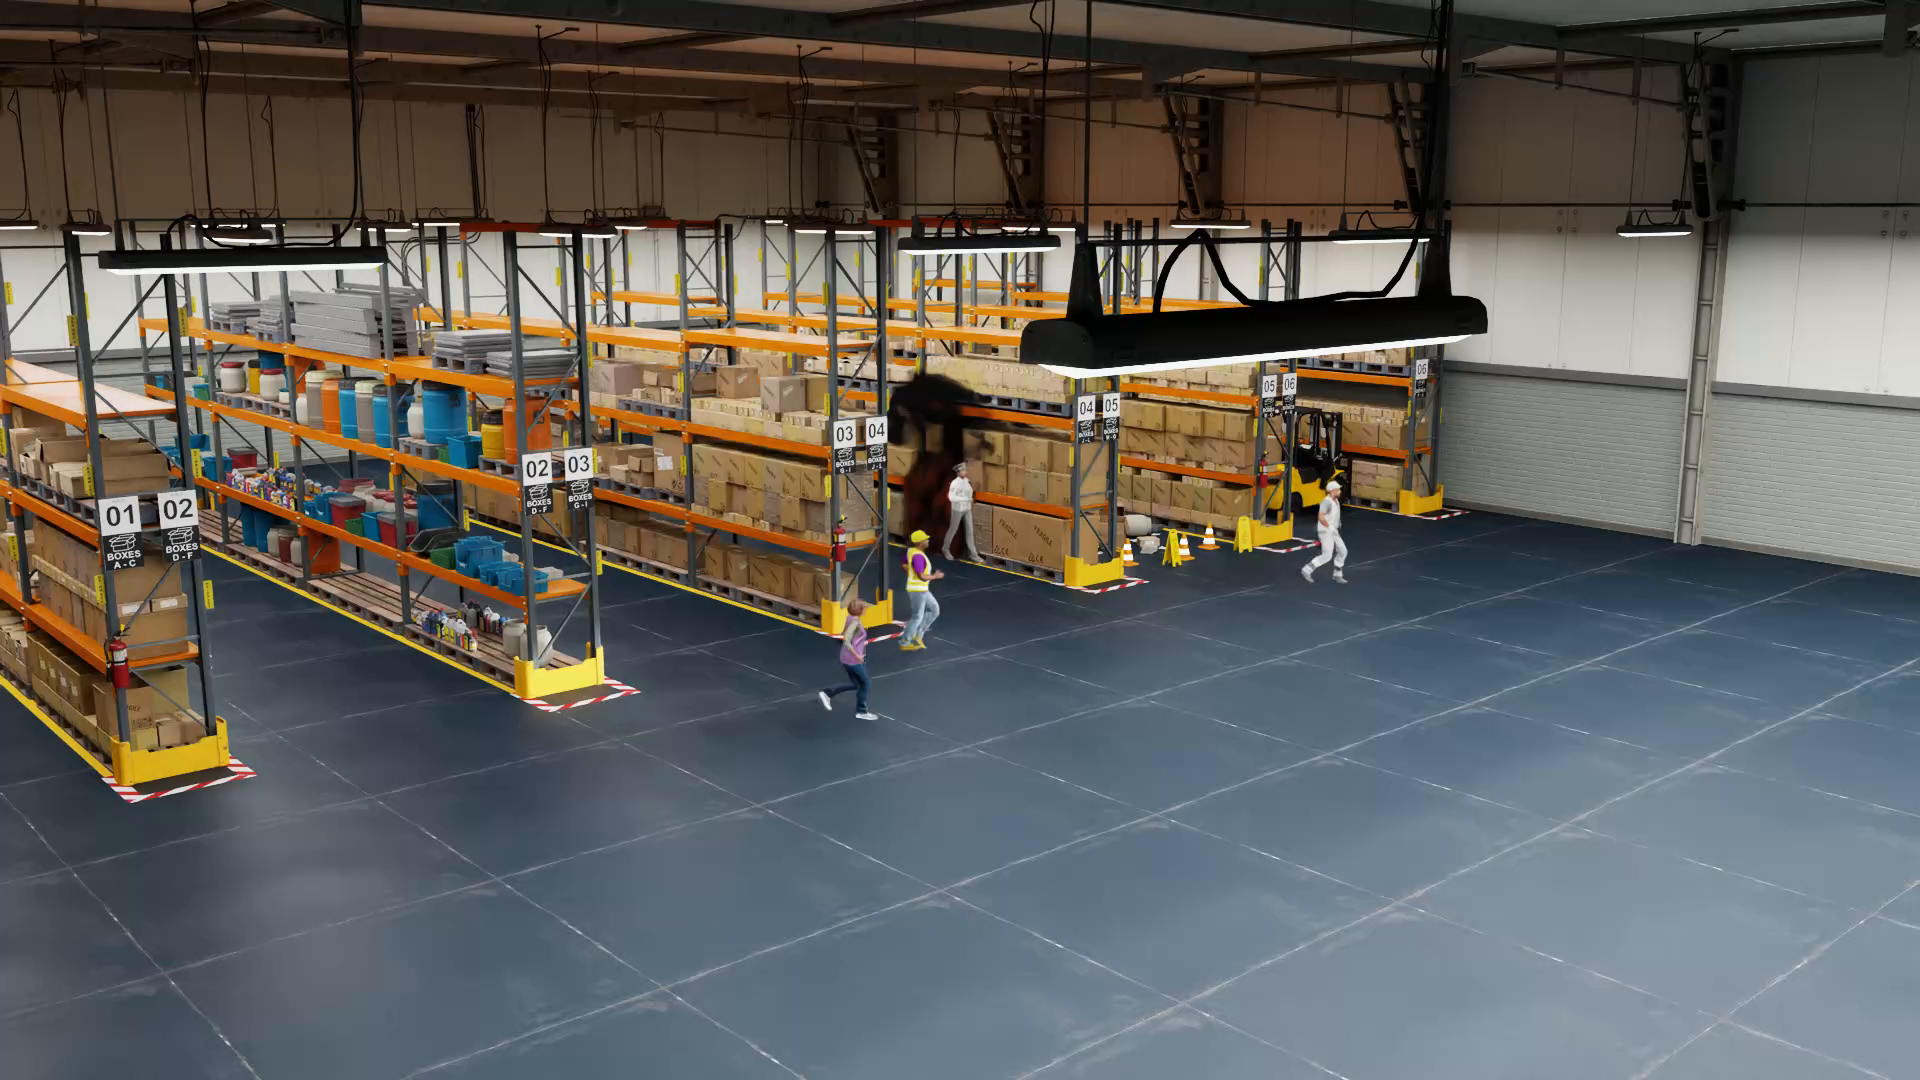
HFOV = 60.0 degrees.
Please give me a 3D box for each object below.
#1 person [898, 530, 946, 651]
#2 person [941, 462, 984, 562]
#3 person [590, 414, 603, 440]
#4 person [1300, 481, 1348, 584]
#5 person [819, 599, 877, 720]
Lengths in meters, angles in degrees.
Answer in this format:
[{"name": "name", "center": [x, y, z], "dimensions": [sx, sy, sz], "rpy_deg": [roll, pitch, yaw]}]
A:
[{"name": "person", "center": [-0.545, 0.732, 23.869], "dimensions": [0.691, 1.768, 0.723], "rpy_deg": [0, 11, -1]}, {"name": "person", "center": [0.034, -0.472, 28.419], "dimensions": [0.856, 1.742, 0.616], "rpy_deg": [9, 15, 39]}, {"name": "person", "center": [-8.387, -2.022, 37.514], "dimensions": [0.647, 1.812, 1.087], "rpy_deg": [-6, 13, -29]}, {"name": "person", "center": [6.198, -0.107, 28.062], "dimensions": [0.732, 1.778, 0.885], "rpy_deg": [5, 12, 23]}, {"name": "person", "center": [-1.380, 1.501, 20.547], "dimensions": [0.732, 1.580, 0.560], "rpy_deg": [-2, 12, -10]}]
